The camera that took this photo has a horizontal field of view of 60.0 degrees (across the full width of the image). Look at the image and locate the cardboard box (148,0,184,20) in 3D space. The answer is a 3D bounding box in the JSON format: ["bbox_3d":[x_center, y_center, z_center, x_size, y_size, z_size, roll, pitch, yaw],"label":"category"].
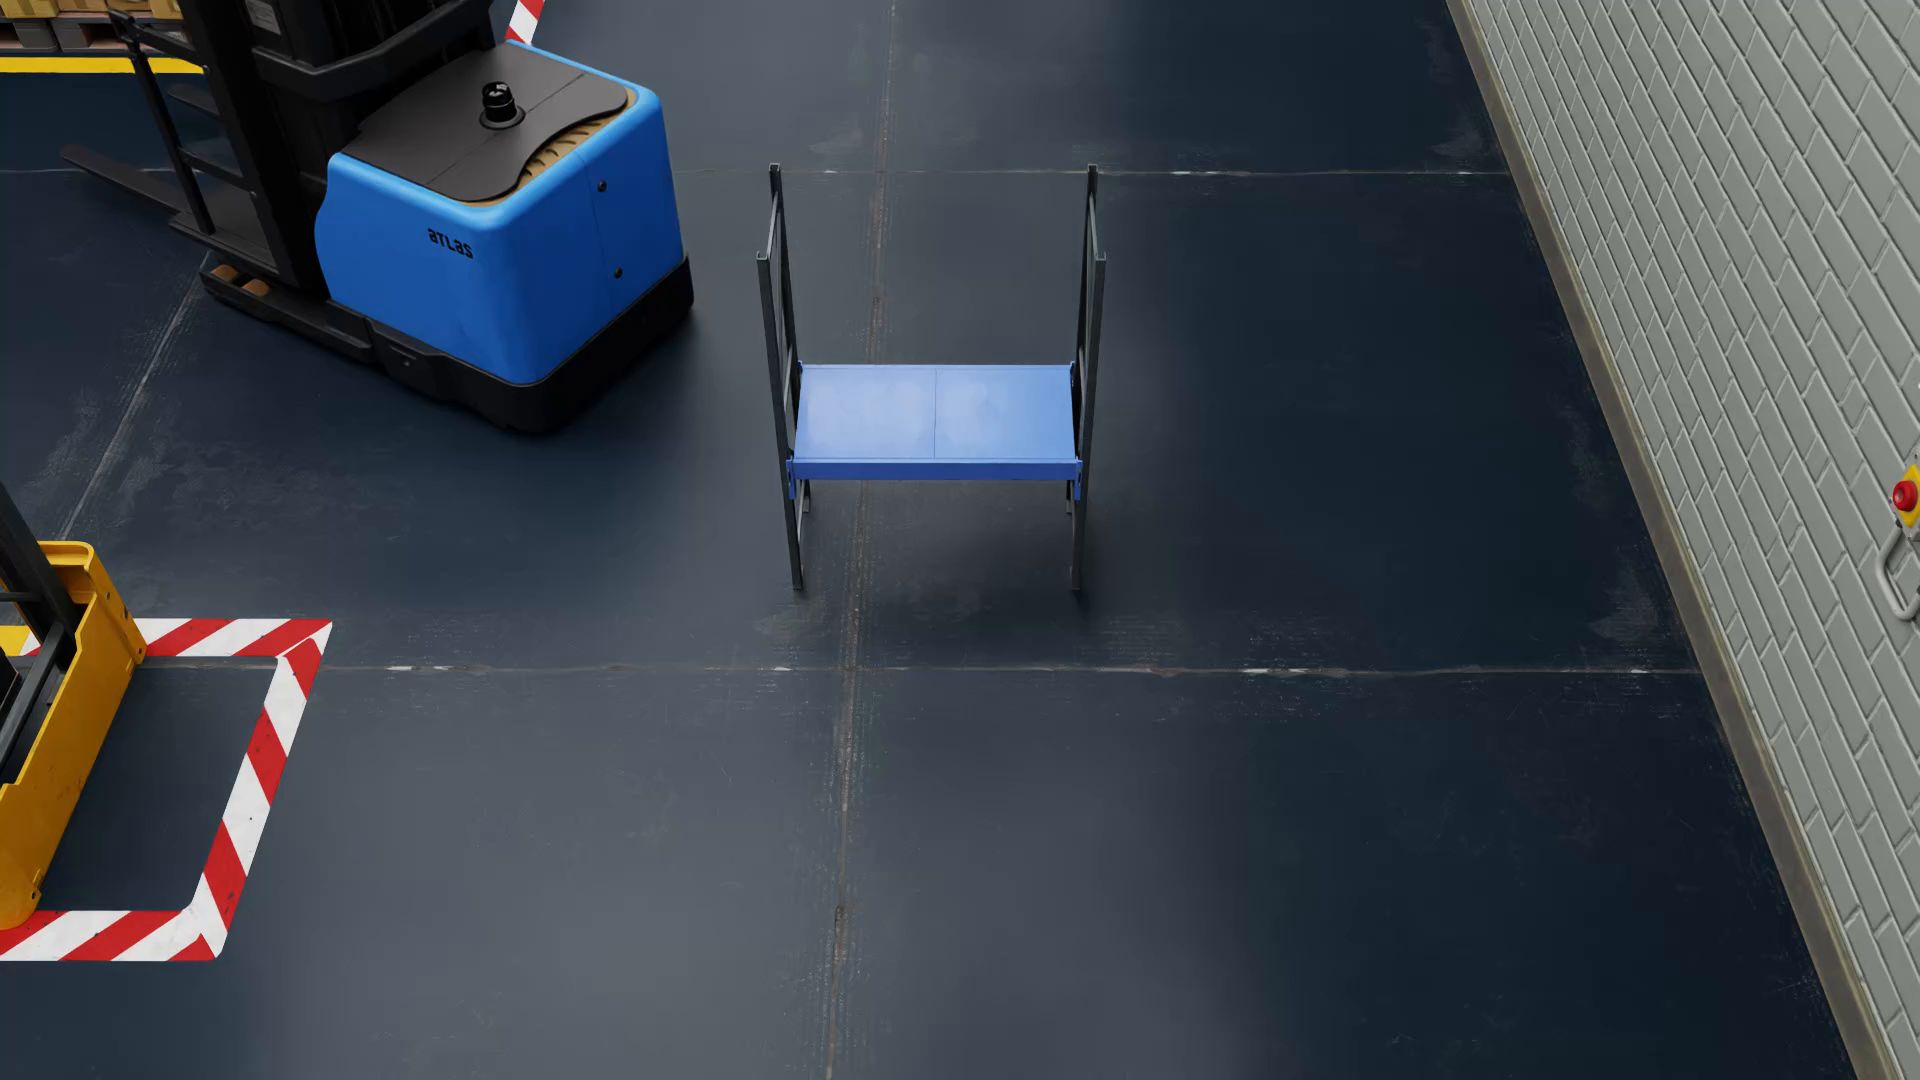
[{"bbox_3d":[-3.943,-2.818,8.485,0.250,0.149,0.380,1,47,1],"label":"cardboard box"}]

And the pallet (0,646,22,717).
[{"bbox_3d":[-3.875,0.758,5.401,1.213,0.211,1.003,0,47,0],"label":"pallet"}]

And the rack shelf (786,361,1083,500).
[{"bbox_3d":[-0.085,-0.389,5.833,1.000,0.185,0.538,0,47,0],"label":"rack shelf"}]

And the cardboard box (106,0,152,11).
[{"bbox_3d":[-4.207,-2.882,8.544,0.250,0.149,0.380,0,47,0],"label":"cardboard box"}]

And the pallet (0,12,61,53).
[{"bbox_3d":[-5.263,-2.955,8.856,1.213,0.211,1.003,0,47,0],"label":"pallet"}]

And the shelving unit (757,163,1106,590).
[{"bbox_3d":[-0.085,-0.511,5.701,1.048,1.500,0.538,0,47,0],"label":"shelving unit"}]

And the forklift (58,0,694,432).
[{"bbox_3d":[-2.661,-2.252,6.343,3.031,2.935,1.130,24,52,21],"label":"forklift"}]

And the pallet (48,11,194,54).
[{"bbox_3d":[-4.046,-2.949,8.851,1.213,0.211,1.003,0,47,0],"label":"pallet"}]

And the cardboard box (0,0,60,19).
[{"bbox_3d":[-4.709,-2.828,8.494,0.250,0.149,0.380,-2,47,-2],"label":"cardboard box"}]

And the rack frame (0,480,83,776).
[{"bbox_3d":[-3.075,-0.248,4.431,0.127,3.000,1.000,0,47,0],"label":"rack frame"}]

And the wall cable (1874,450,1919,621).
[{"bbox_3d":[2.563,-0.606,4.049,0.123,1.953,0.585,0,47,0],"label":"wall cable"}]

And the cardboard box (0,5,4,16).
[{"bbox_3d":[-4.982,-2.843,8.508,0.250,0.149,0.380,1,47,1],"label":"cardboard box"}]

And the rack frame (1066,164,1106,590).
[{"bbox_3d":[0.423,-0.510,5.700,0.032,1.500,0.500,0,47,0],"label":"rack frame"}]

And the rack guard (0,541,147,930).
[{"bbox_3d":[-3.051,0.604,5.346,0.348,0.500,1.175,0,47,0],"label":"rack guard"}]

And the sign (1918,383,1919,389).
[{"bbox_3d":[2.625,-0.376,4.367,0.001,0.218,0.327,0,47,0],"label":"sign"}]

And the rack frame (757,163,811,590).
[{"bbox_3d":[-0.594,-0.513,5.703,0.032,1.500,0.500,0,47,0],"label":"rack frame"}]

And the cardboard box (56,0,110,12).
[{"bbox_3d":[-4.454,-2.873,8.536,0.250,0.149,0.380,1,47,1],"label":"cardboard box"}]
